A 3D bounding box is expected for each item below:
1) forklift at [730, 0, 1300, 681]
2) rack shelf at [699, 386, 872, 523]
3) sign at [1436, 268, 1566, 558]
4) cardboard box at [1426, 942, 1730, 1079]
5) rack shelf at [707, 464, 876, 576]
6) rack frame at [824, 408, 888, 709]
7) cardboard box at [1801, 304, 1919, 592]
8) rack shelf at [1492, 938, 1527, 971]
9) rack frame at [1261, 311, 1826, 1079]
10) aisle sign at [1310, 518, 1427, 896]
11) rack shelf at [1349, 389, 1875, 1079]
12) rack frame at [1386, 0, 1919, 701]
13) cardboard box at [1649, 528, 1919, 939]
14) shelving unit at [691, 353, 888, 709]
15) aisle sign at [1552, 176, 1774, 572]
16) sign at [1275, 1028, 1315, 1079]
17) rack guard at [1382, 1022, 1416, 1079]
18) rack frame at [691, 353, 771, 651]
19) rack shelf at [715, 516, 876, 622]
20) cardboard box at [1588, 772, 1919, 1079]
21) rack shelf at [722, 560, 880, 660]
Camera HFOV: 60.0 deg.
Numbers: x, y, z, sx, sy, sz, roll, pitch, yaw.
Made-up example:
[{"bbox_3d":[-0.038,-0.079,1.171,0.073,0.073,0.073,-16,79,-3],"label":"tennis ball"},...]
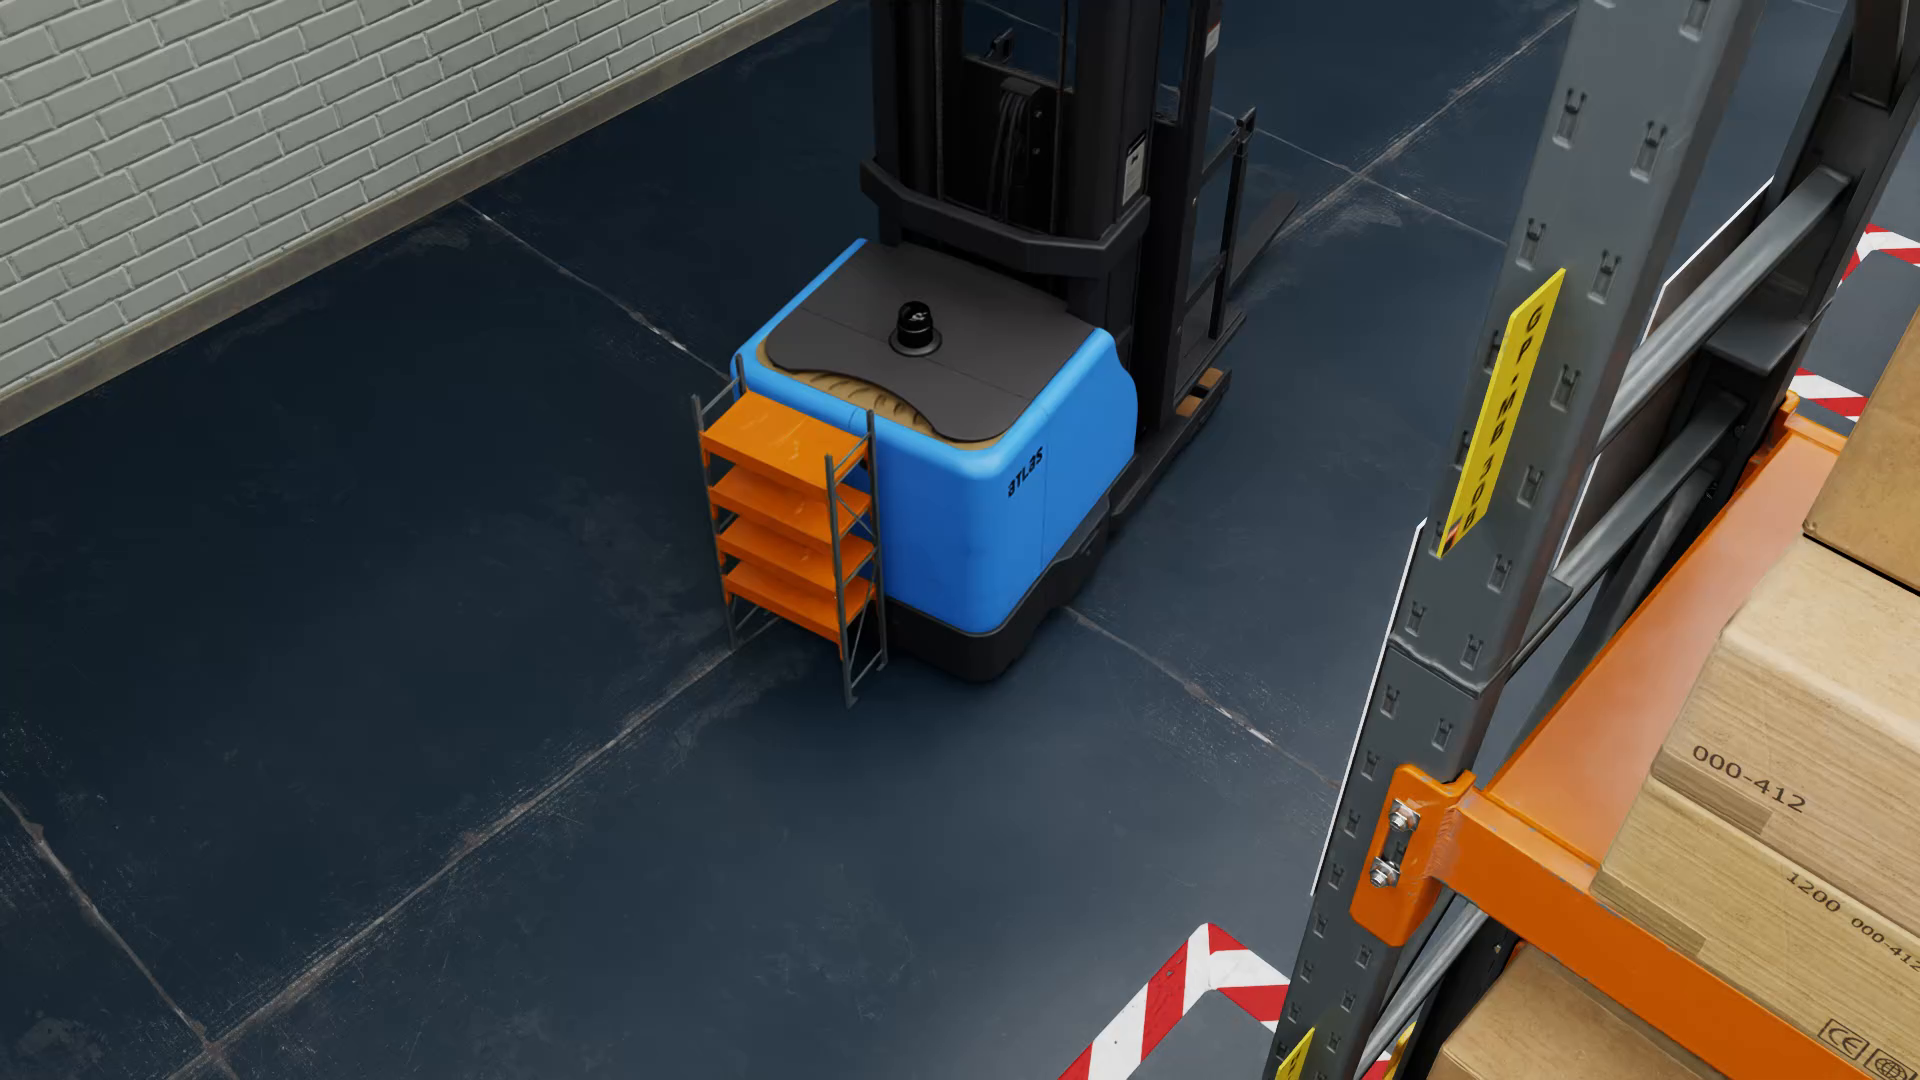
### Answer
[{"bbox_3d":[0.439,-1.581,5.724,1.130,2.935,3.031,24,51,21],"label":"forklift"},{"bbox_3d":[-0.533,-0.268,5.139,0.480,0.148,0.258,24,52,21],"label":"rack shelf"},{"bbox_3d":[0.534,-0.118,1.646,0.005,0.325,0.100,34,55,28],"label":"sign"},{"bbox_3d":[1.049,0.901,2.592,0.500,0.500,0.500,36,56,29],"label":"cardboard box"},{"bbox_3d":[-0.533,-0.107,5.312,0.480,0.148,0.258,24,52,21],"label":"rack shelf"},{"bbox_3d":[-0.324,0.093,5.339,0.015,1.200,0.240,24,52,21],"label":"rack frame"},{"bbox_3d":[1.290,-0.241,1.607,0.500,0.500,0.700,34,55,28],"label":"cardboard box"},{"bbox_3d":[2.371,2.152,2.665,4.000,0.370,1.077,34,55,28],"label":"rack shelf"},{"bbox_3d":[0.902,0.917,3.332,0.127,3.000,1.000,34,55,28],"label":"rack frame"},{"bbox_3d":[0.652,0.151,2.268,0.004,0.787,0.394,34,55,28],"label":"aisle sign"},{"bbox_3d":[2.371,1.125,1.572,4.000,0.370,1.077,34,55,28],"label":"rack shelf"},{"bbox_3d":[0.902,-1.137,1.145,0.127,3.000,1.000,34,55,28],"label":"rack frame"},{"bbox_3d":[1.103,0.164,1.741,0.500,0.250,0.500,34,55,28],"label":"cardboard box"},{"bbox_3d":[-0.532,0.000,5.426,0.503,1.200,0.258,24,52,21],"label":"shelving unit"},{"bbox_3d":[1.059,-0.171,2.570,0.004,0.787,0.394,34,55,28],"label":"aisle sign"},{"bbox_3d":[0.534,0.911,2.743,0.005,0.325,0.100,34,55,28],"label":"sign"},{"bbox_3d":[0.957,1.810,4.208,0.348,0.500,1.175,34,55,28],"label":"rack guard"},{"bbox_3d":[-0.740,-0.093,5.513,0.015,1.200,0.240,24,52,21],"label":"rack frame"},{"bbox_3d":[-0.532,0.046,5.475,0.480,0.148,0.258,24,52,21],"label":"rack shelf"},{"bbox_3d":[1.107,0.332,1.926,0.500,0.250,0.500,34,55,28],"label":"cardboard box"},{"bbox_3d":[-0.532,0.181,5.621,0.480,0.148,0.258,24,52,21],"label":"rack shelf"}]
